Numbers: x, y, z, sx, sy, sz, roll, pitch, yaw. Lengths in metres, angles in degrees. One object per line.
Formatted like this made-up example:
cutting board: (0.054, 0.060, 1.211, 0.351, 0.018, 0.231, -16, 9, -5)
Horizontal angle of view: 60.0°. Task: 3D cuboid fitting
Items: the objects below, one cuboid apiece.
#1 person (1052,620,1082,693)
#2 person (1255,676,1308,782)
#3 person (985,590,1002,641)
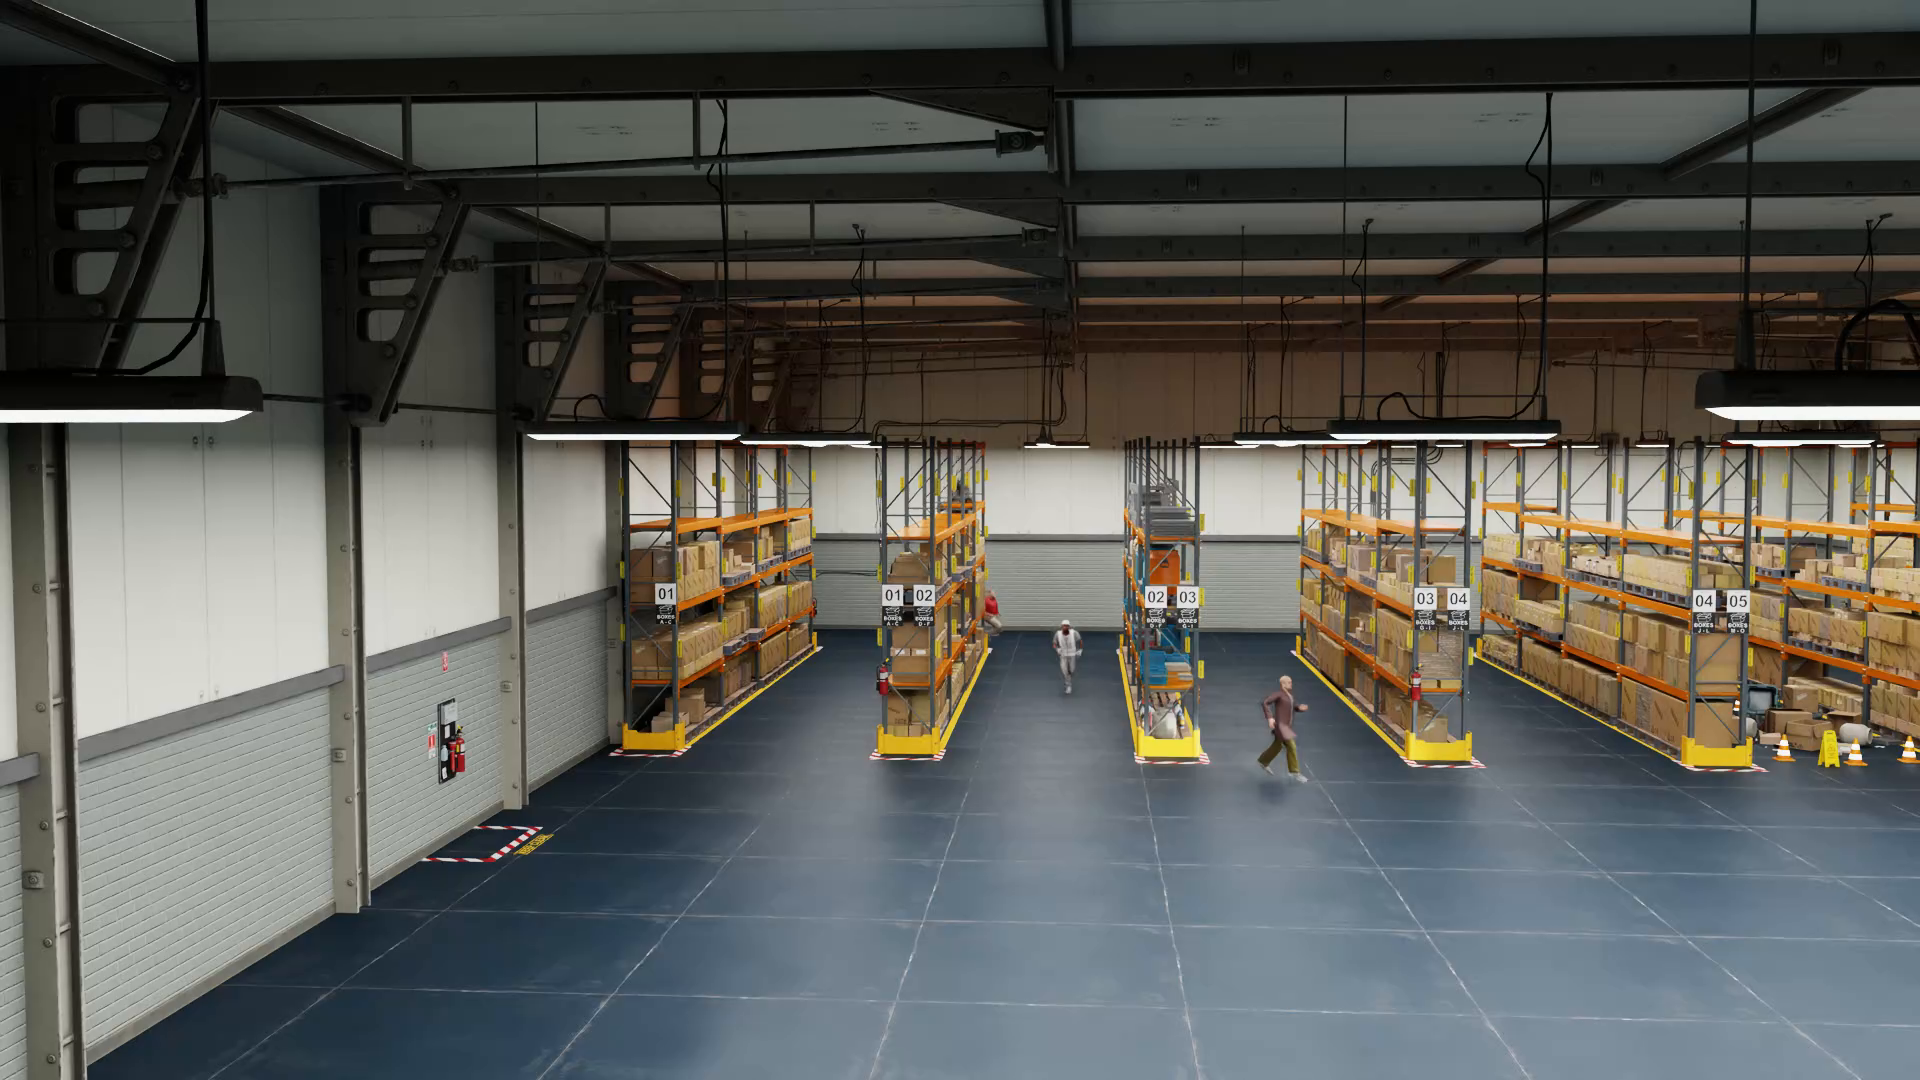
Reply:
person: (2.555, 2.759, 39.595, 0.723, 1.733, 0.715, 0, 3, 2)
person: (5.596, 3.260, 28.915, 1.007, 1.808, 0.681, 2, 4, 31)
person: (0.954, 2.236, 48.757, 0.724, 1.558, 0.683, 3, 4, 40)
